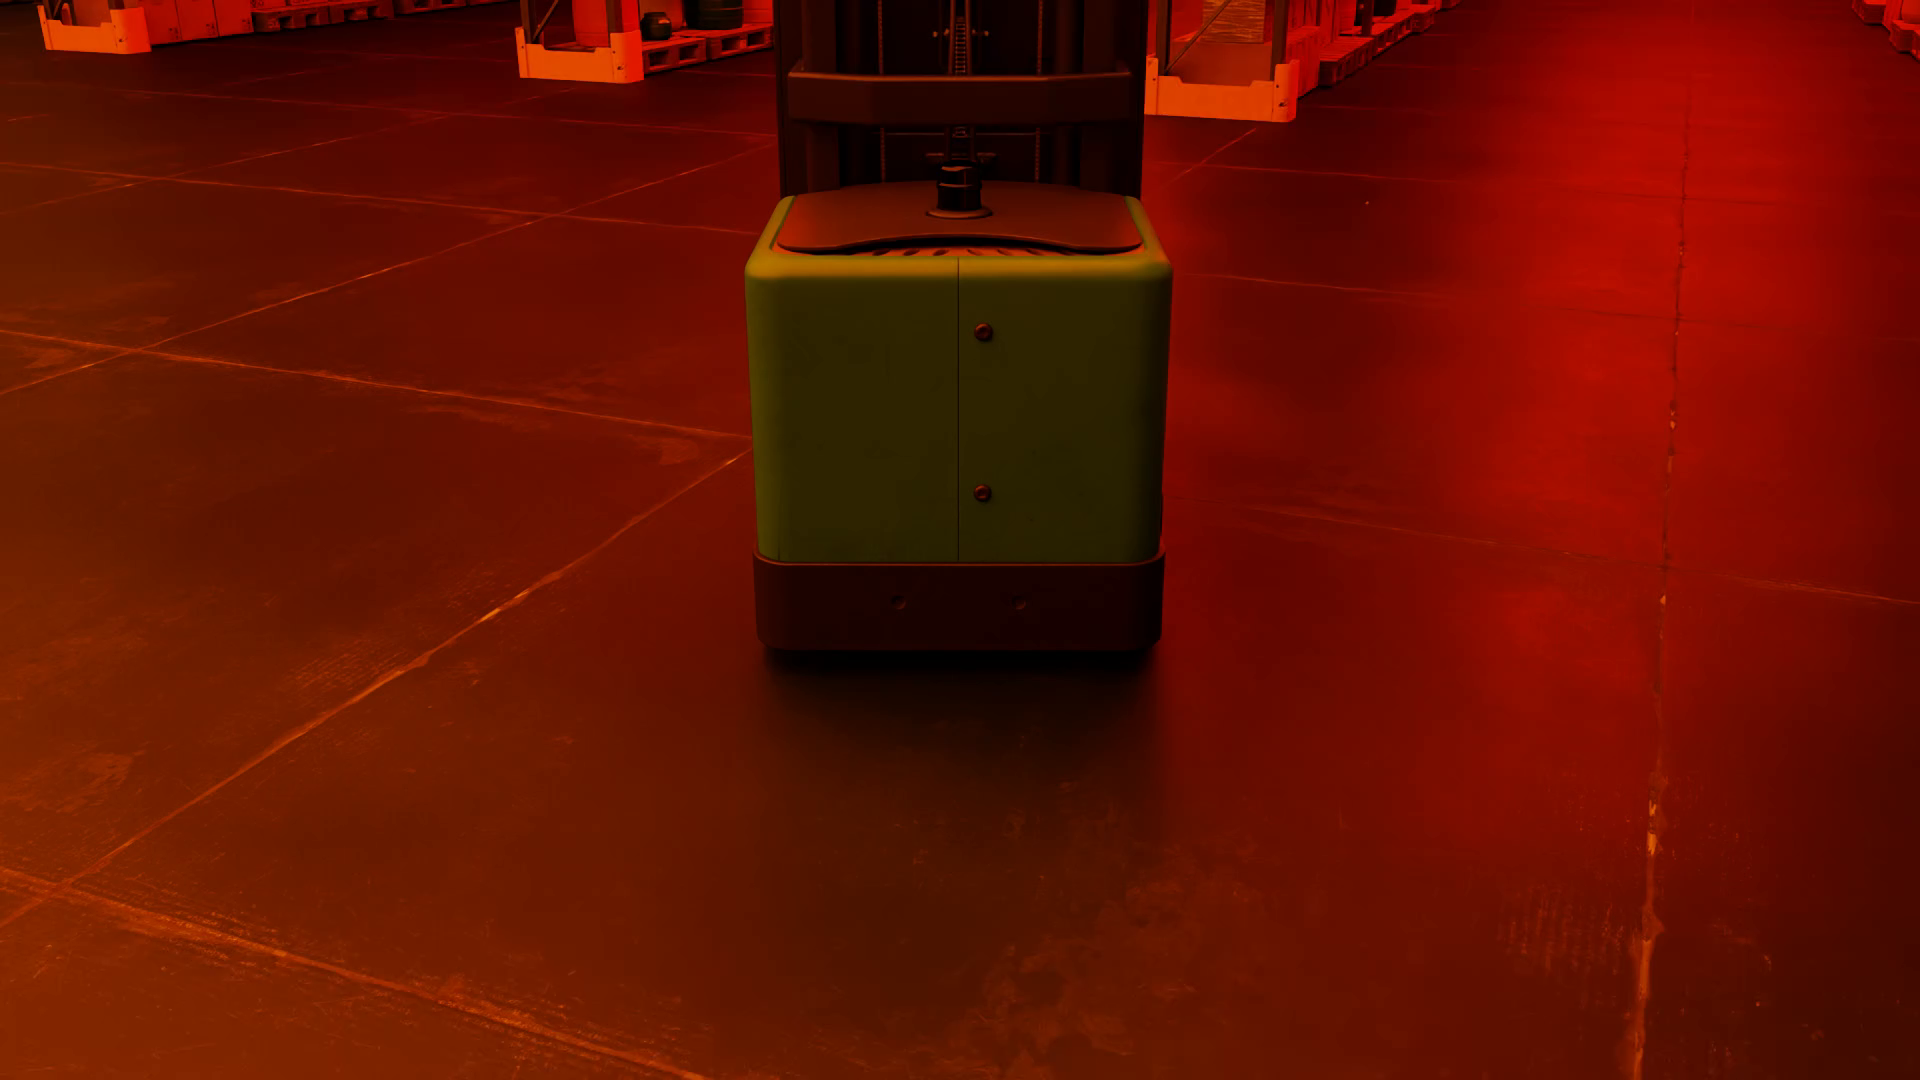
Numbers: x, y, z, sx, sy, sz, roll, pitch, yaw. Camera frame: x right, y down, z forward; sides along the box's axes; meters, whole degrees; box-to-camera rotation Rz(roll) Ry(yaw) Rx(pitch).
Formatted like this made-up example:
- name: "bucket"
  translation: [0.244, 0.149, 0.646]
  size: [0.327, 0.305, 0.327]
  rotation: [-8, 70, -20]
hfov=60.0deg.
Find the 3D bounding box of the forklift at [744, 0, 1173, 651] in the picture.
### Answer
- name: "forklift"
  translation: [0.002, -1.587, 5.089]
  size: [1.130, 2.935, 3.031]
  rotation: [0, 23, 0]
